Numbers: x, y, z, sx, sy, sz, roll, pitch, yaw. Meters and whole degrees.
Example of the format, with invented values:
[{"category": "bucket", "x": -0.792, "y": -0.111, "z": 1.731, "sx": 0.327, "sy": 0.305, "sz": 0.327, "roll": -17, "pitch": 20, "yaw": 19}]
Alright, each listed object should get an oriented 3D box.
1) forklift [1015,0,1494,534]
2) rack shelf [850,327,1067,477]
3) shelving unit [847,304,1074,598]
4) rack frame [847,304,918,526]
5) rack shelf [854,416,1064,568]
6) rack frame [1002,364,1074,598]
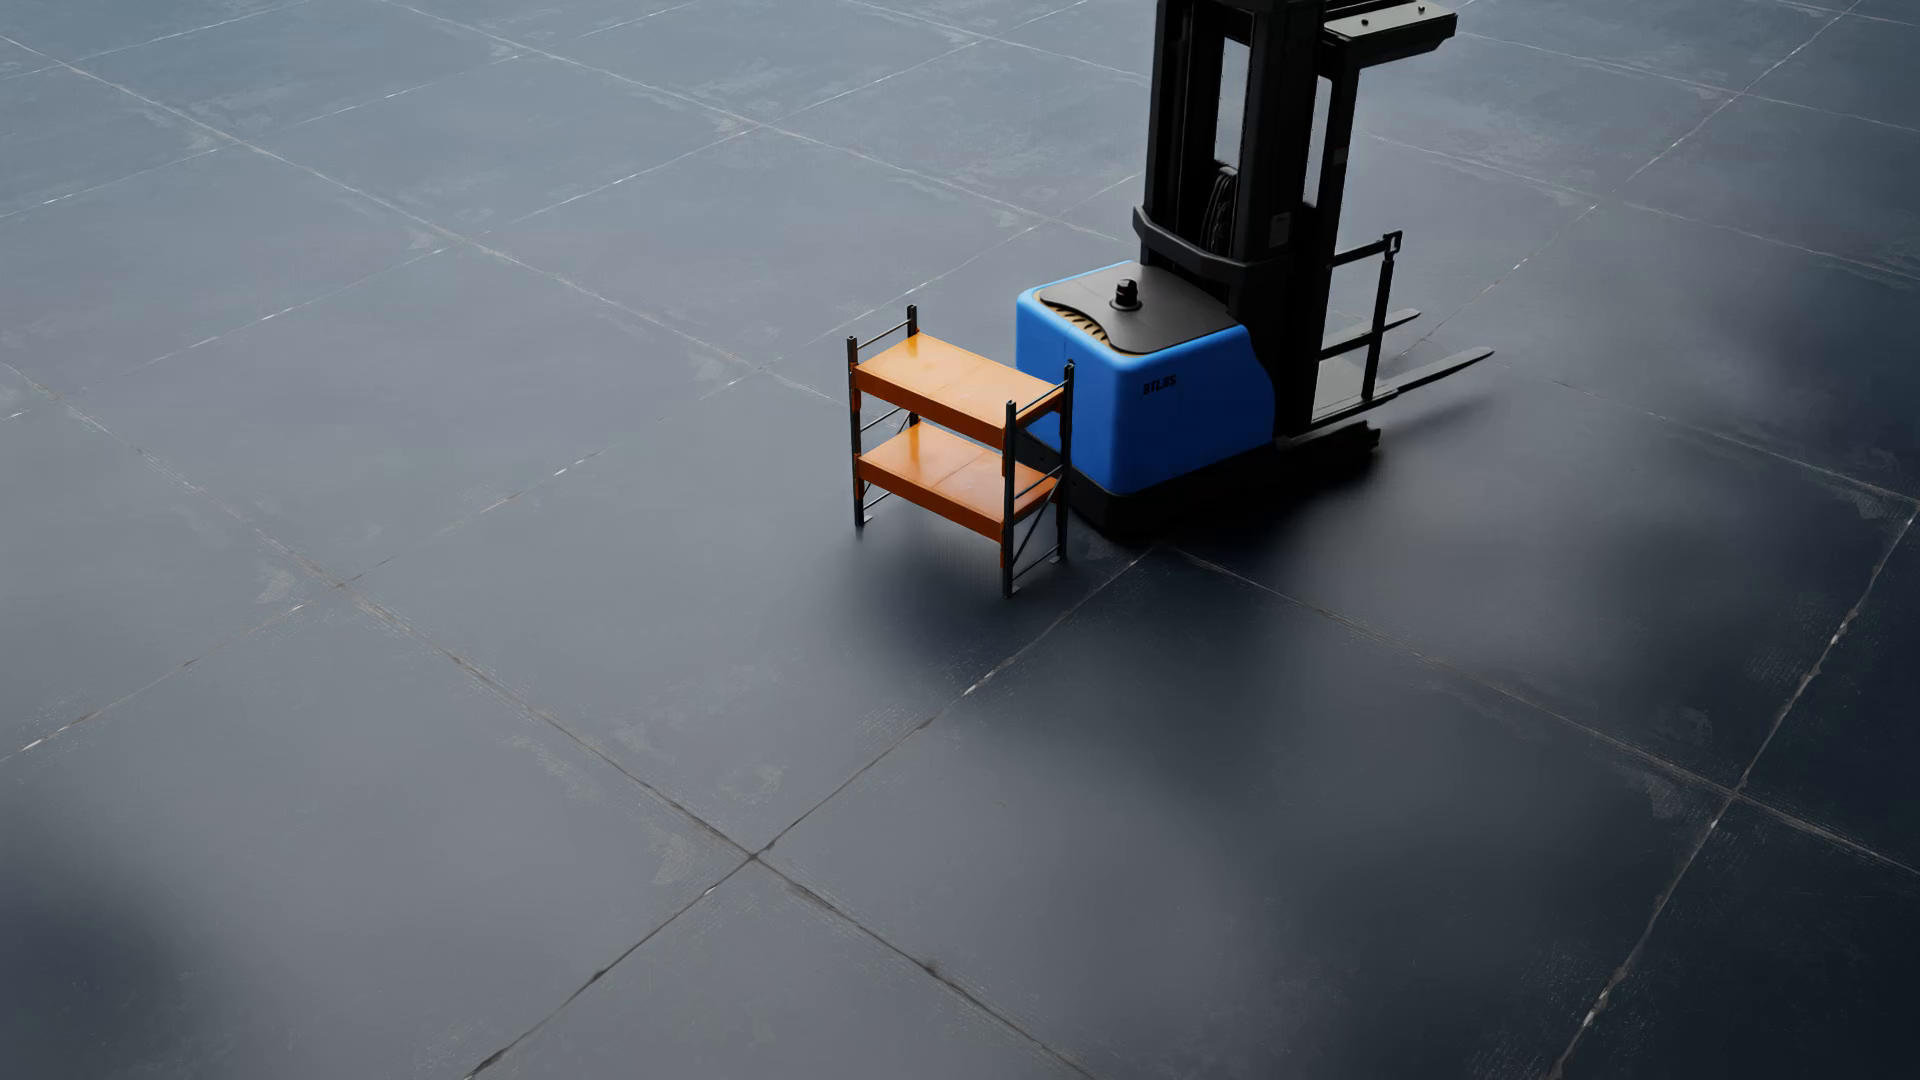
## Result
[{"category": "forklift", "x": 1.802, "y": -1.870, "z": 8.965, "sx": 3.031, "sy": 2.935, "sz": 1.130, "roll": -20, "pitch": 39, "yaw": -27}, {"category": "rack shelf", "x": -0.005, "y": -0.707, "z": 8.352, "sx": 1.000, "sy": 0.278, "sz": 0.538, "roll": 25, "pitch": 42, "yaw": 32}, {"category": "shelving unit", "x": -0.005, "y": -0.466, "z": 8.517, "sx": 1.048, "sy": 1.125, "sz": 0.538, "roll": 25, "pitch": 42, "yaw": 32}, {"category": "rack frame", "x": -0.396, "y": -0.650, "z": 8.785, "sx": 0.032, "sy": 1.125, "sz": 0.500, "roll": 25, "pitch": 42, "yaw": 32}, {"category": "rack shelf", "x": -0.005, "y": -0.265, "z": 8.656, "sx": 1.000, "sy": 0.278, "sz": 0.538, "roll": 25, "pitch": 42, "yaw": 32}, {"category": "rack frame", "x": 0.385, "y": -0.282, "z": 8.249, "sx": 0.032, "sy": 1.125, "sz": 0.500, "roll": 25, "pitch": 42, "yaw": 32}]
